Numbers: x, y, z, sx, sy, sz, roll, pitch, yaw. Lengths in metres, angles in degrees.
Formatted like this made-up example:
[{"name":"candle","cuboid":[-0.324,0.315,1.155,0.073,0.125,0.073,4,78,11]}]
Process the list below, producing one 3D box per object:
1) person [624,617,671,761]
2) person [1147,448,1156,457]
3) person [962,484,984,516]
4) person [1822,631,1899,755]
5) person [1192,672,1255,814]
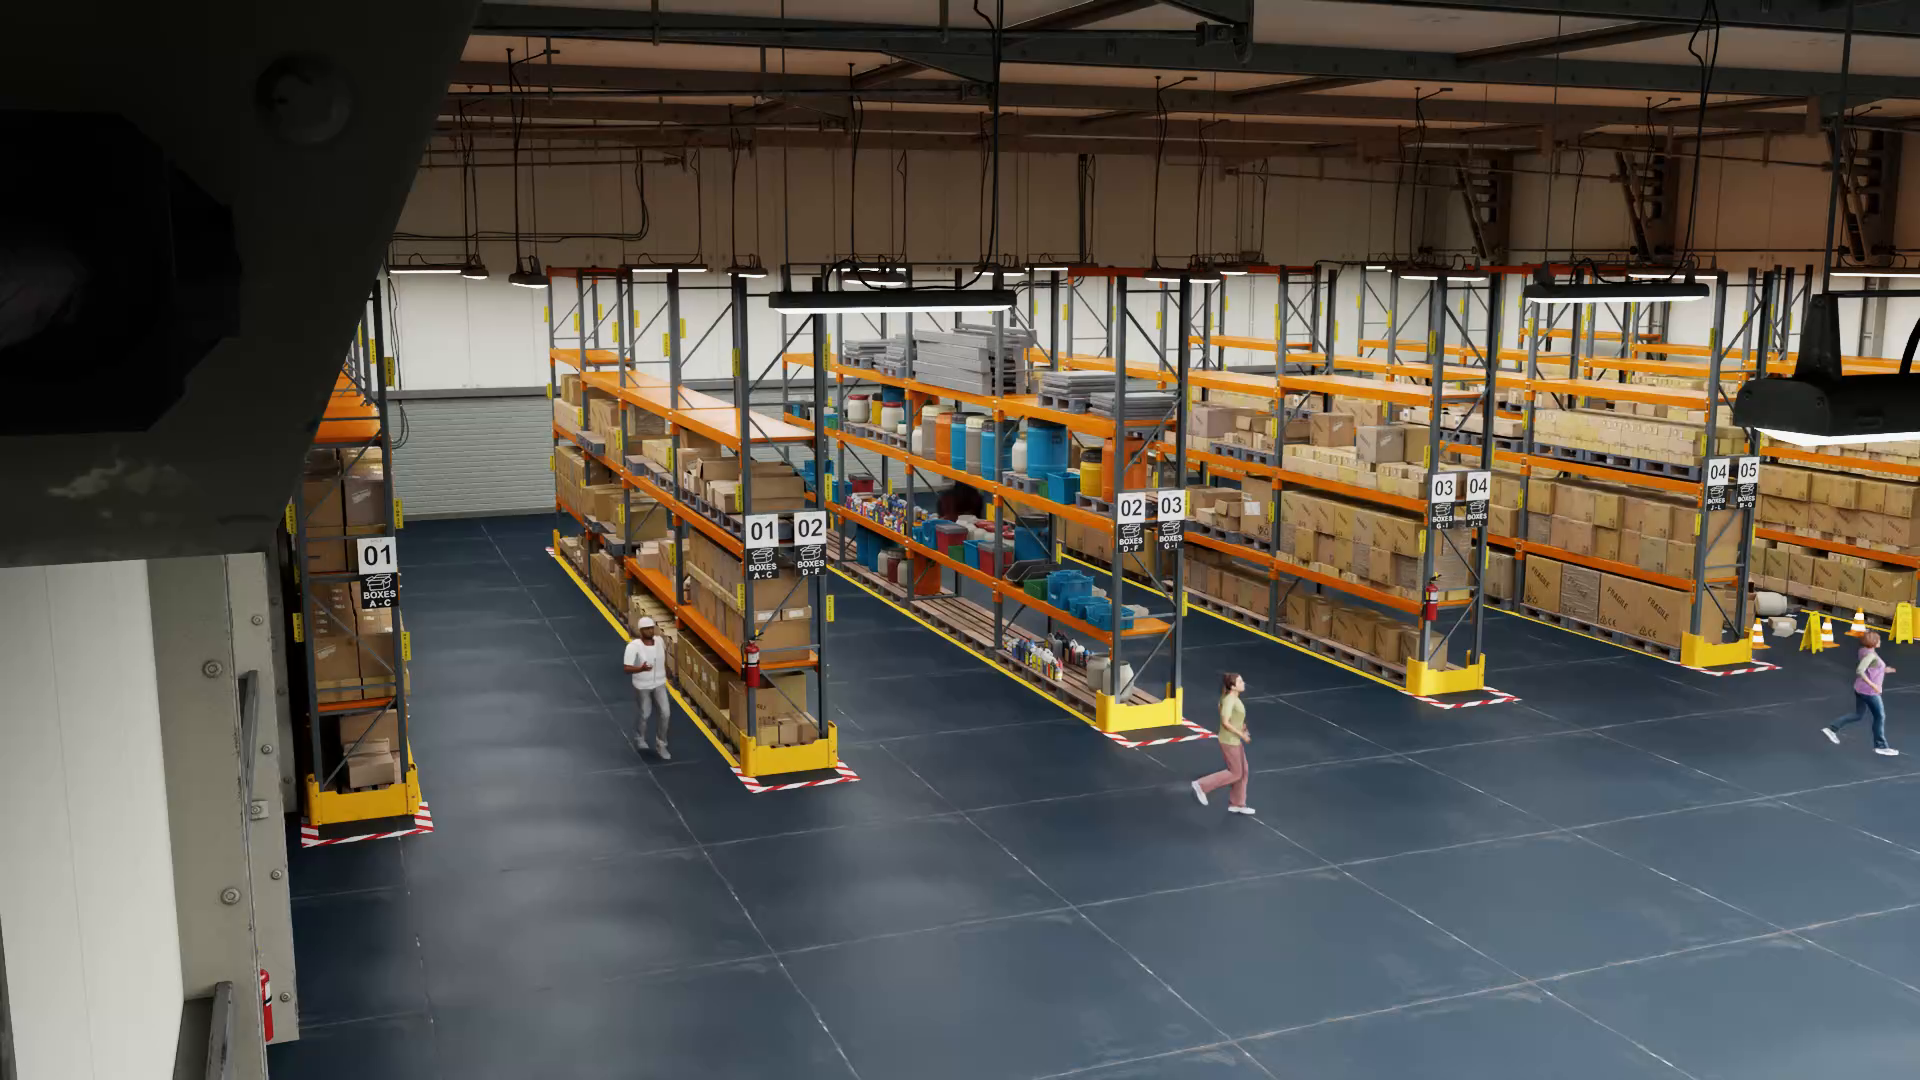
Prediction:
[{"name":"person","cuboid":[-3.898,1.860,20.896,0.674,1.823,0.730,-6,12,-33]},{"name":"person","cuboid":[4.381,-1.498,40.173,0.744,1.808,0.807,4,11,21]},{"name":"person","cuboid":[0.335,-1.401,39.844,0.586,1.686,0.660,0,10,-1]},{"name":"person","cuboid":[11.424,1.923,20.955,0.886,1.579,0.493,2,10,11]},{"name":"person","cuboid":[3.006,2.293,18.854,0.722,1.652,0.584,1,10,7]}]
